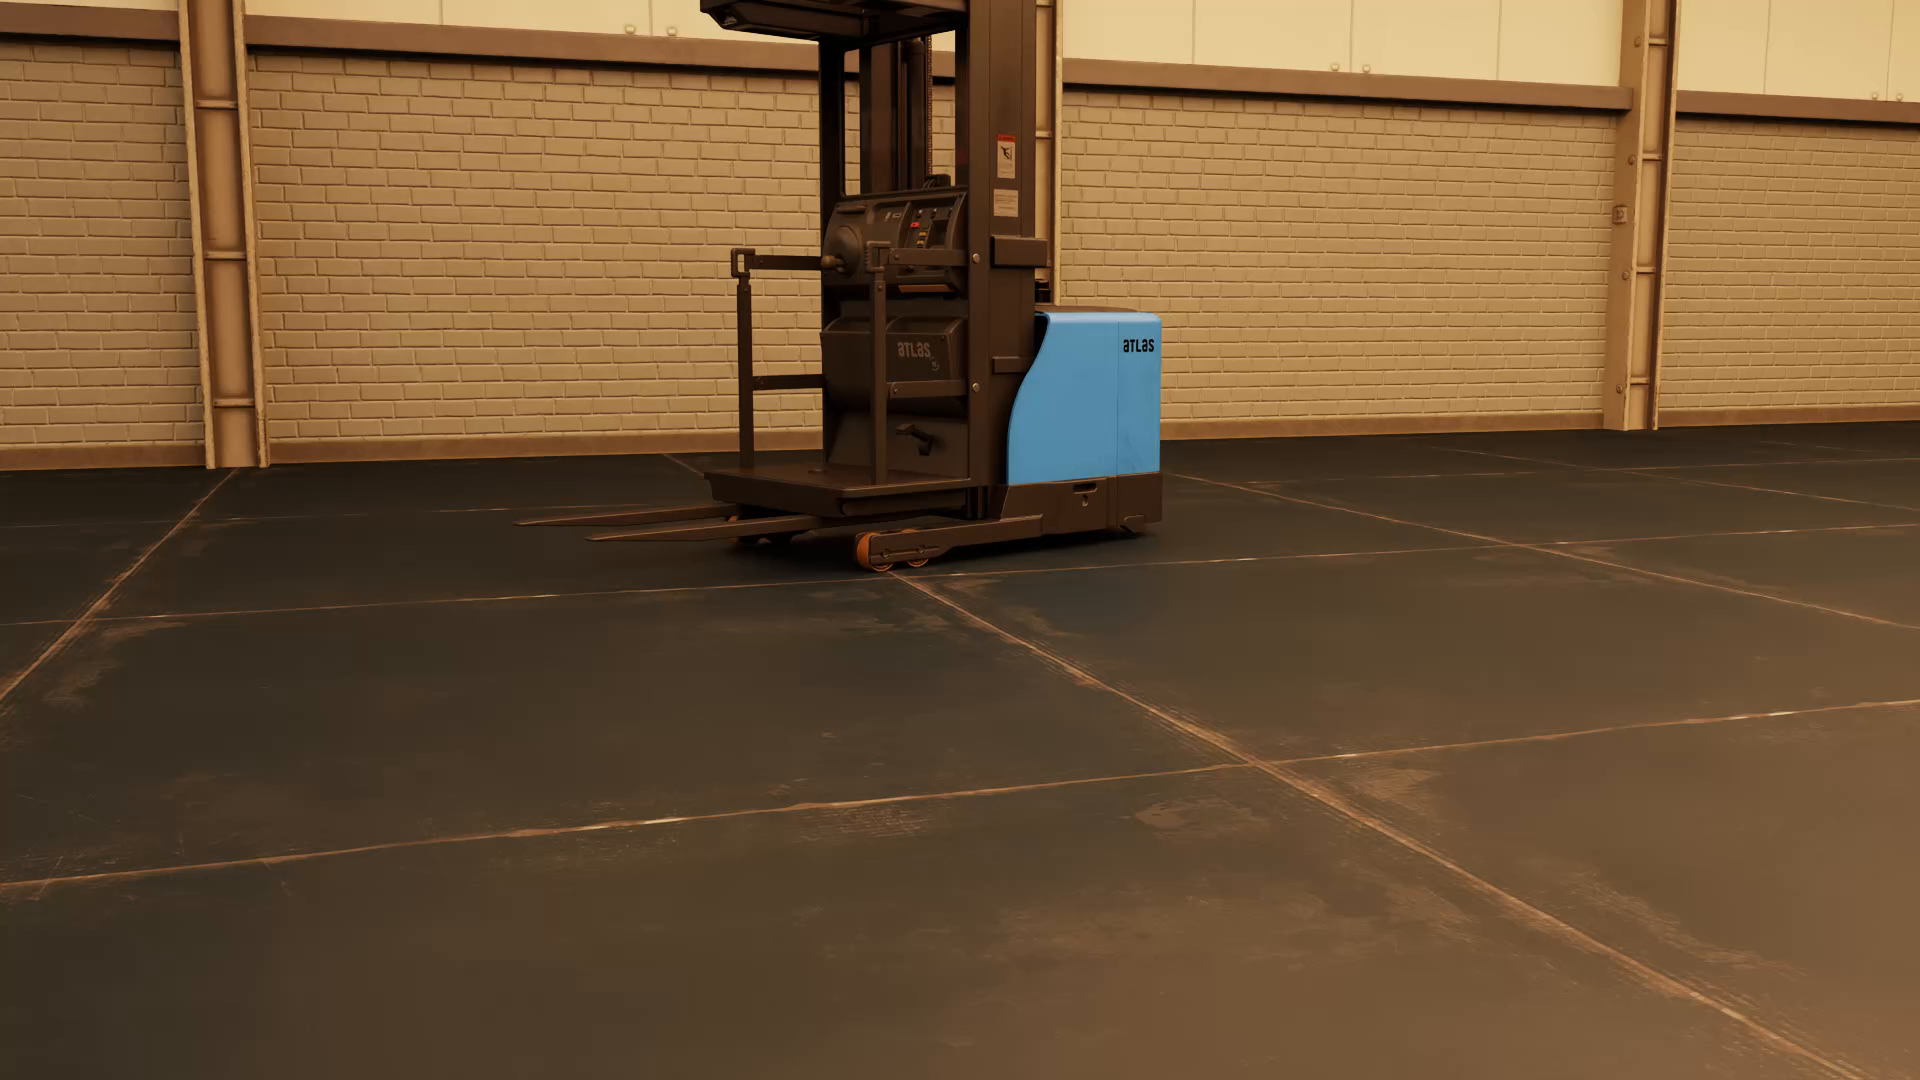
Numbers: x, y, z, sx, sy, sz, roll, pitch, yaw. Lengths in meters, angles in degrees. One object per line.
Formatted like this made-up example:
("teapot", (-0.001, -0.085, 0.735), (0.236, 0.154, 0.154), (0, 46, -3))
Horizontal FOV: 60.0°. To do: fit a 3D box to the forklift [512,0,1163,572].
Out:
("forklift", (-0.461, -1.399, 7.333), (3.031, 2.935, 1.130), (-7, 10, -40))
